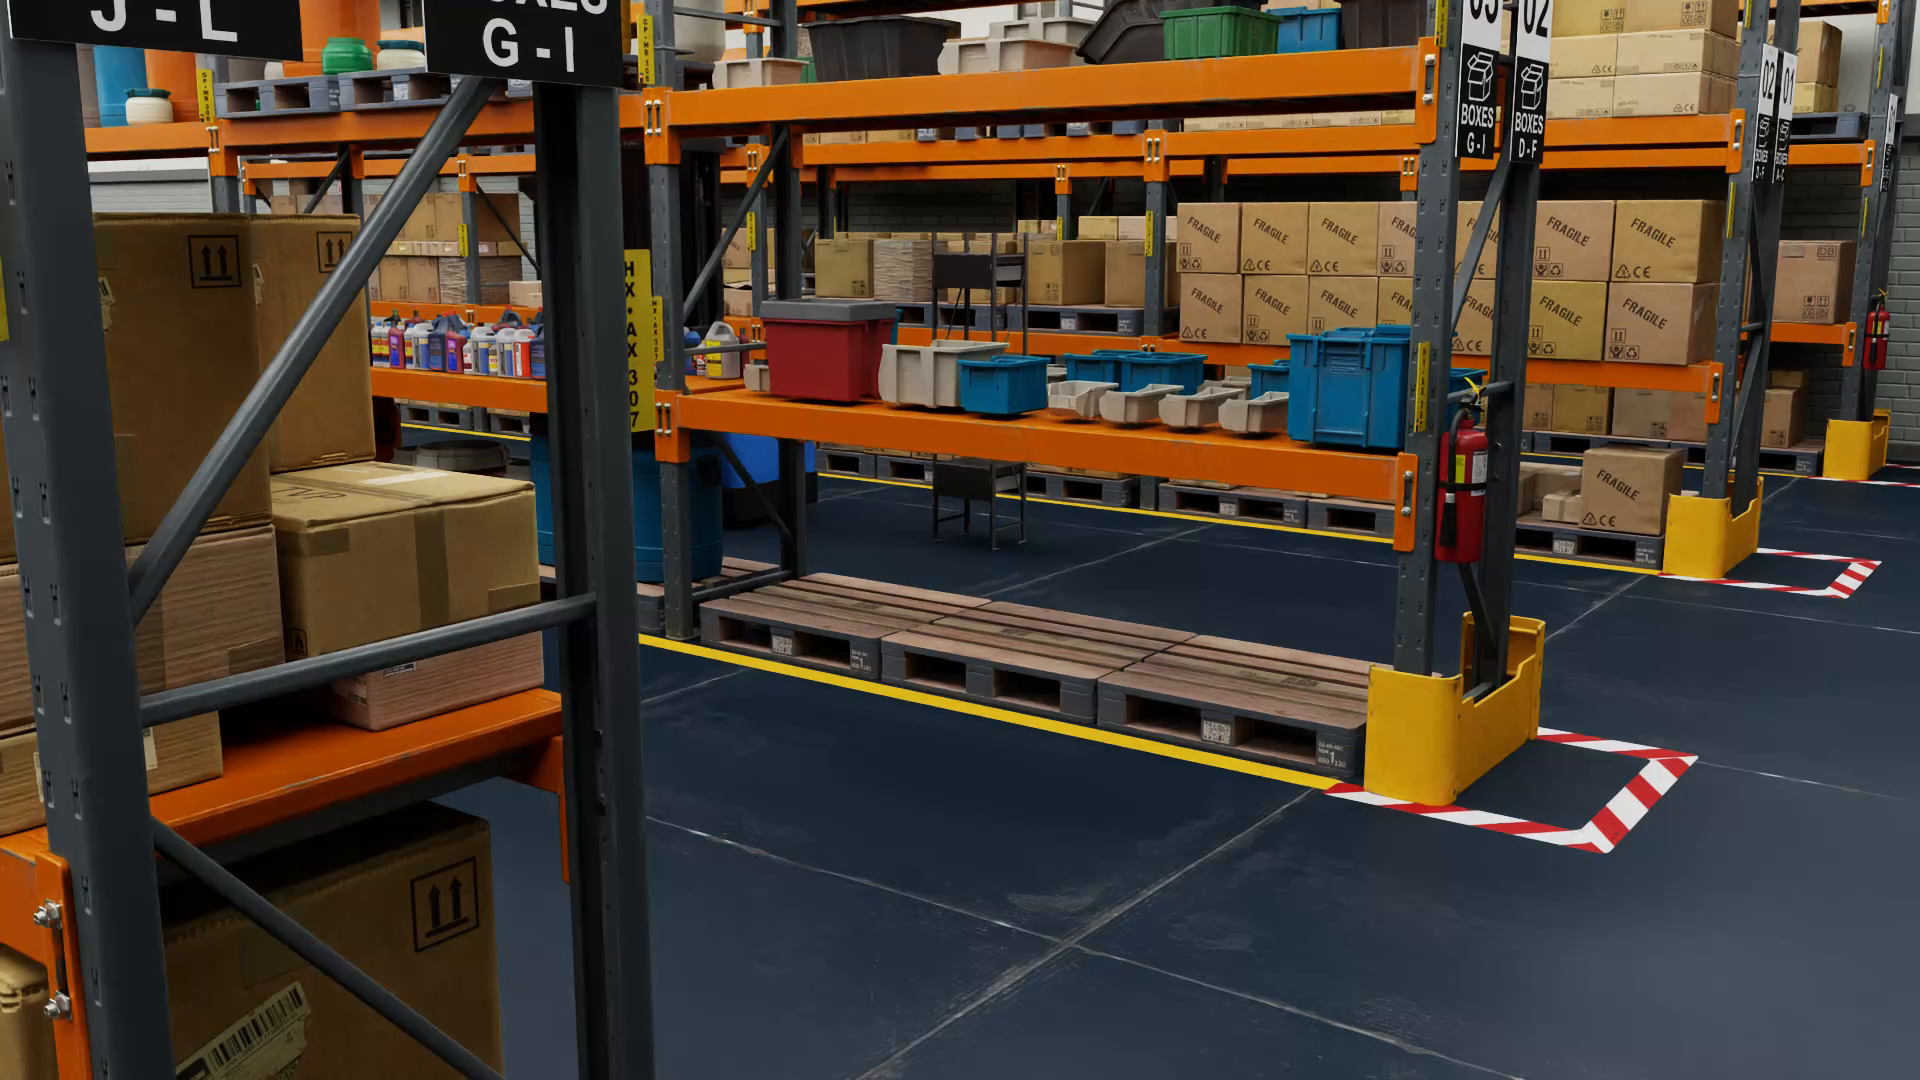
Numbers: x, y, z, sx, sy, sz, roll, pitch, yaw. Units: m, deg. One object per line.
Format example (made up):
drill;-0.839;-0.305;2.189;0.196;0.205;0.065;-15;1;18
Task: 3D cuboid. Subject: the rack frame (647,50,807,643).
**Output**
rack frame;-1.216;-1.016;8.884;0.127;3.000;1.000;8;13;36

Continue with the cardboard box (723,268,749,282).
cardboard box;-2.758;-3.432;21.717;0.500;0.250;0.500;8;14;36

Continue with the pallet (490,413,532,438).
pallet;-4.112;-1.227;17.319;1.213;0.211;1.003;8;13;36

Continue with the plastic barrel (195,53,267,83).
plastic barrel;-4.973;-3.310;11.525;0.600;0.901;0.600;0;11;0

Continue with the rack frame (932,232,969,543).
rack frame;-0.063;-1.040;11.376;0.015;2.100;0.400;8;13;36

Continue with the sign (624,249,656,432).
sign;-0.590;-0.356;2.986;0.005;0.325;0.100;8;13;36

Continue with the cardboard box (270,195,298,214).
cardboard box;-7.542;-3.749;19.331;0.500;0.500;0.700;8;14;36

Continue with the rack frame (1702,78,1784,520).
rack frame;4.943;-1.324;10.477;0.127;3.000;1.000;8;13;36

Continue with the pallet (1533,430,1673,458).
pallet;6.202;-0.929;15.777;1.213;0.211;1.003;8;13;36

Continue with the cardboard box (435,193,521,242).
cardboard box;-5.090;-3.408;17.571;0.500;0.500;0.700;8;14;36

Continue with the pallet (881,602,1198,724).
pallet;0.387;0.567;8.044;1.213;0.211;1.003;8;13;36

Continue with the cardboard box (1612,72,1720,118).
cardboard box;4.373;-2.741;10.297;0.500;0.250;0.500;8;13;36

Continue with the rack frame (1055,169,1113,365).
rack frame;1.424;-2.982;19.049;0.127;3.000;1.000;8;13;36

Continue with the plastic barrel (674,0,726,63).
plastic barrel;-1.492;-2.859;9.051;0.433;0.535;0.433;0;11;0

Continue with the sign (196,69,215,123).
sign;-4.760;-2.802;10.494;0.005;0.325;0.100;8;13;36

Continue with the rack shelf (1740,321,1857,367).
rack shelf;6.260;-1.955;15.630;4.000;0.370;1.077;8;13;36

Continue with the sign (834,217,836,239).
sign;-1.191;-2.837;15.459;0.005;0.325;0.100;8;13;36

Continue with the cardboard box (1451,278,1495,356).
cardboard box;3.602;-1.497;11.106;0.500;0.500;0.500;8;14;36

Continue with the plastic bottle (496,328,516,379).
plastic bottle;-2.534;-1.063;9.453;0.135;0.276;0.152;8;13;36

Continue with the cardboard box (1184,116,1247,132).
cardboard box;1.965;-3.080;12.053;0.500;0.250;0.500;8;13;36

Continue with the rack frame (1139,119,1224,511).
rack frame;1.719;-1.774;12.802;0.127;3.000;1.000;8;13;36

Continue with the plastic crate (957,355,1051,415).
plastic crate;0.201;-0.705;7.561;0.300;0.233;0.416;8;13;36

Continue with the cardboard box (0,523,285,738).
cardboard box;-1.471;0.106;2.698;0.500;0.250;0.500;8;13;35

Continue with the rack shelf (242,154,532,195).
rack shelf;-6.341;-4.018;18.397;4.000;0.370;1.077;8;13;36

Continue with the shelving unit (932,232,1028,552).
shelving unit;0.133;-1.012;11.234;0.503;2.100;0.431;8;13;36

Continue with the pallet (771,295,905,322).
pallet;-0.917;-2.064;14.806;1.003;0.211;1.213;8;13;36

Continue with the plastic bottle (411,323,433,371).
plastic bottle;-3.165;-1.151;9.907;0.135;0.276;0.152;8;13;36

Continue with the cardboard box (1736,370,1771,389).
cardboard box;7.038;-1.430;14.794;0.250;0.149;0.380;8;13;35

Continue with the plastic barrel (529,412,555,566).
plastic barrel;-2.215;-0.335;9.785;0.708;0.901;0.600;8;13;36

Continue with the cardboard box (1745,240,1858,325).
cardboard box;7.455;-2.286;14.660;0.700;0.700;0.980;9;14;38

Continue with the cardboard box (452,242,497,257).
cardboard box;-5.075;-3.039;17.368;0.250;0.149;0.380;8;13;35

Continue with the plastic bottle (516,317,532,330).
plastic bottle;-2.720;-1.255;10.425;0.133;0.283;0.061;8;13;36

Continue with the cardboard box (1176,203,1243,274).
cardboard box;1.932;-2.218;12.201;0.500;0.500;0.500;8;14;37

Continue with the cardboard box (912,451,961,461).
cardboard box;-0.057;-0.944;13.937;0.500;0.500;0.500;7;13;34

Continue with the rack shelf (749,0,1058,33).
rack shelf;0.107;-4.395;13.501;4.000;0.370;1.077;8;13;36

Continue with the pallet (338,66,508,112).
pallet;-2.821;-2.596;9.652;1.213;0.211;1.003;8;13;36

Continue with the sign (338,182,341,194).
sign;-10.700;-6.048;28.792;0.199;0.298;0.001;8;13;36

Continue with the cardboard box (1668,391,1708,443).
cardboard box;6.846;-1.182;15.215;0.500;0.500;0.700;8;13;35

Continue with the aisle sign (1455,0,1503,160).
aisle sign;1.893;-1.790;6.039;0.004;0.787;0.394;8;13;36

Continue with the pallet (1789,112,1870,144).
pallet;7.268;-3.594;14.546;1.213;0.211;1.003;8;13;36

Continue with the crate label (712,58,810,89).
crate label;-0.992;-2.260;8.111;0.466;0.136;0.293;8;13;36

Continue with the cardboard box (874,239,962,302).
cardboard box;-0.306;-2.293;14.118;0.700;0.500;0.500;-10;15;-42

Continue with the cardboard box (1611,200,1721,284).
cardboard box;4.422;-1.872;10.414;0.500;0.500;0.500;8;13;35

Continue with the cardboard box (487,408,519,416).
cardboard box;-4.550;-1.446;17.242;0.500;0.250;0.500;8;13;34

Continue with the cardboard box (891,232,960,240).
cardboard box;-0.414;-3.502;20.311;0.500;0.500;0.700;10;15;43

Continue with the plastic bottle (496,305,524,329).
plastic bottle;-2.836;-1.309;10.526;0.185;0.351;0.144;8;13;36

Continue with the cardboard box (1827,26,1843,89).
cardboard box;7.427;-4.225;14.624;0.500;0.500;0.500;7;13;33

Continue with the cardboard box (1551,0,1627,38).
cardboard box;4.167;-3.461;10.731;0.500;0.500;0.700;8;13;36

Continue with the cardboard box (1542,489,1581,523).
cardboard box;4.086;-0.232;11.132;0.250;0.166;0.380;8;13;36

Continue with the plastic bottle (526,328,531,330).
plastic bottle;-2.475;-1.082;9.563;0.097;0.271;0.097;0;11;0

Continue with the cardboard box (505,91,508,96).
cardboard box;-4.255;-4.571;16.680;0.500;0.500;0.500;8;14;36

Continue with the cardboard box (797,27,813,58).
cardboard box;-1.157;-4.186;14.479;0.500;0.500;0.500;8;13;36

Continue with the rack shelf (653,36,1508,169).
rack shelf;0.396;-1.911;7.505;4.000;0.370;1.077;8;13;36

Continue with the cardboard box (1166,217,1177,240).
cardboard box;2.477;-3.349;17.871;0.500;0.250;0.500;8;14;36

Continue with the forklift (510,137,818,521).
forklift;-2.618;-1.722;12.716;3.031;2.935;1.130;6;13;29

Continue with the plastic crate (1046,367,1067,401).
plastic crate;0.366;-0.766;8.130;0.466;0.136;0.293;8;13;36

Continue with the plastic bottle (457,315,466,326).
plastic bottle;-3.279;-1.337;10.882;0.097;0.271;0.097;0;11;0

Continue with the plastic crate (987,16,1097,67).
plastic crate;0.405;-2.277;7.818;0.530;0.282;0.437;8;13;36
